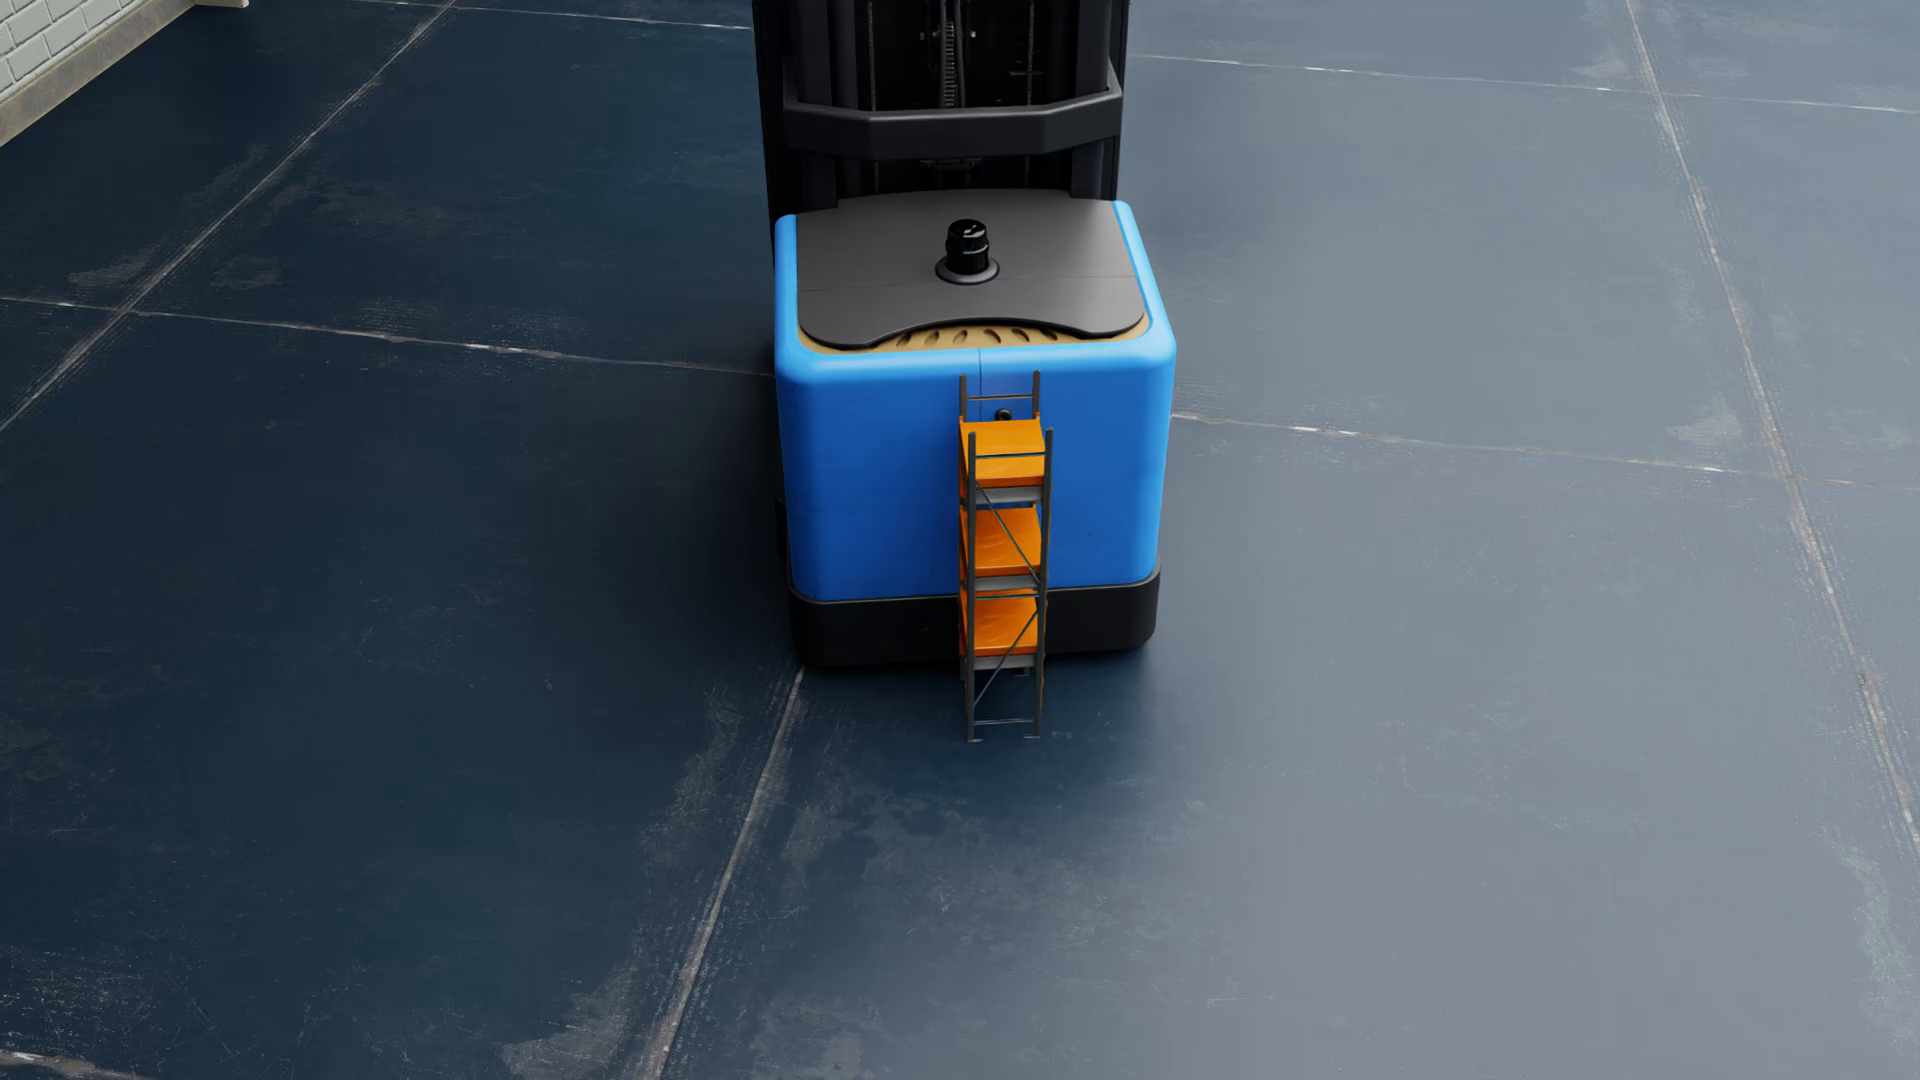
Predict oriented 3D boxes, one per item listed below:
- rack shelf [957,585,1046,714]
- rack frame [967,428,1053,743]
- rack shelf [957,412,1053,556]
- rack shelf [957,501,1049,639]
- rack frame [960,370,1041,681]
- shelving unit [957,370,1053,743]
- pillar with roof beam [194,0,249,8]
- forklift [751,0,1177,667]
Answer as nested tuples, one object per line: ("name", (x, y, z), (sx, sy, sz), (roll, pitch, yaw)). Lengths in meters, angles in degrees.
("rack shelf", (0.109, 0.292, 4.526), (0.215, 0.259, 0.240), (-3, 40, -4))
("rack frame", (0.120, 0.147, 4.248), (0.200, 1.050, 0.008), (-3, 40, -4))
("rack shelf", (0.109, -0.141, 4.168), (0.215, 0.259, 0.240), (-3, 40, -4))
("rack shelf", (0.109, 0.078, 4.349), (0.215, 0.259, 0.240), (-3, 40, -4))
("rack frame", (0.099, -0.008, 4.436), (0.200, 1.050, 0.008), (-3, 40, -4))
("shelving unit", (0.109, 0.069, 4.342), (0.215, 1.050, 0.252), (-3, 40, -4))
("pillar with roof beam", (0.434, -5.876, 5.295), (9.100, 9.000, 0.400), (6, 40, 8))
("forklift", (-0.077, -1.699, 5.005), (1.130, 2.935, 3.031), (-3, 40, -4))
